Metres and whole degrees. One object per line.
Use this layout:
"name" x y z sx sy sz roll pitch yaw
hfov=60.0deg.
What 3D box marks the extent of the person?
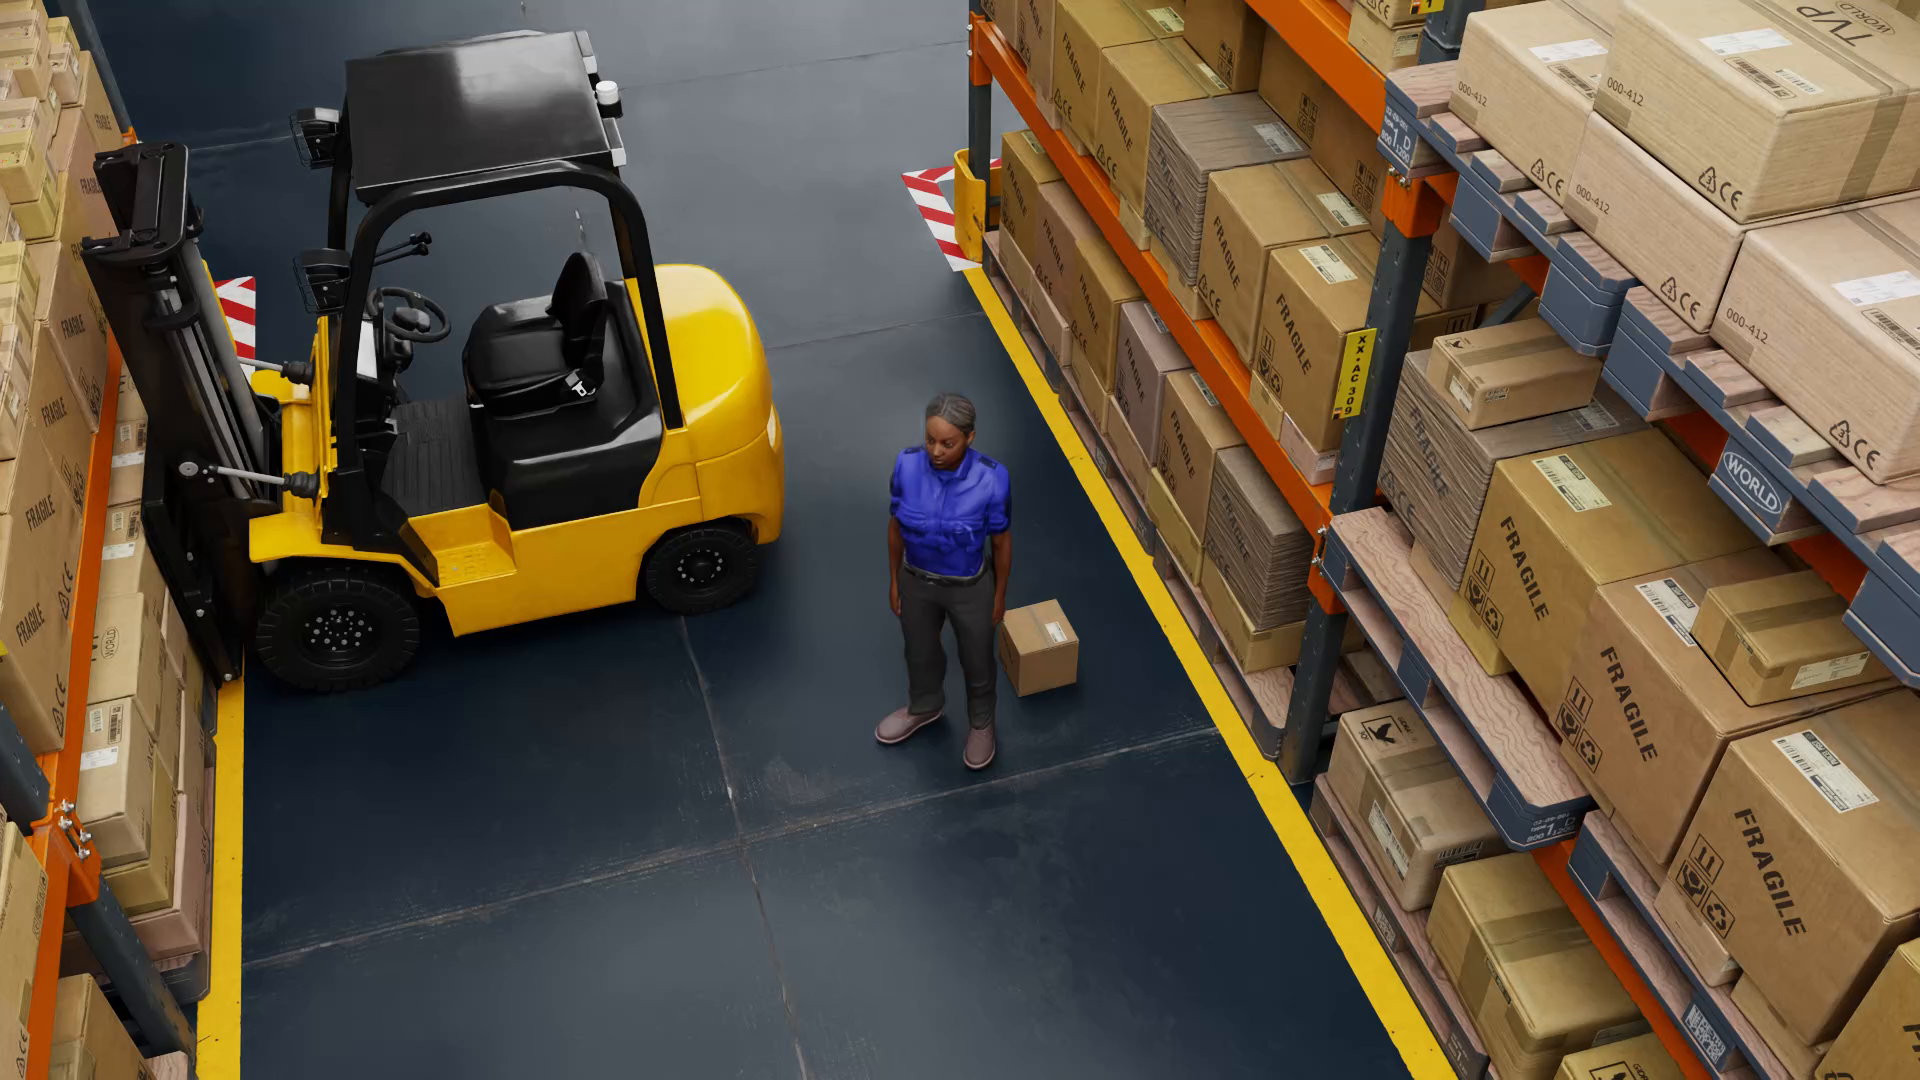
"person" -0.071 0.156 5.970 0.507 1.658 0.297 10 43 11
